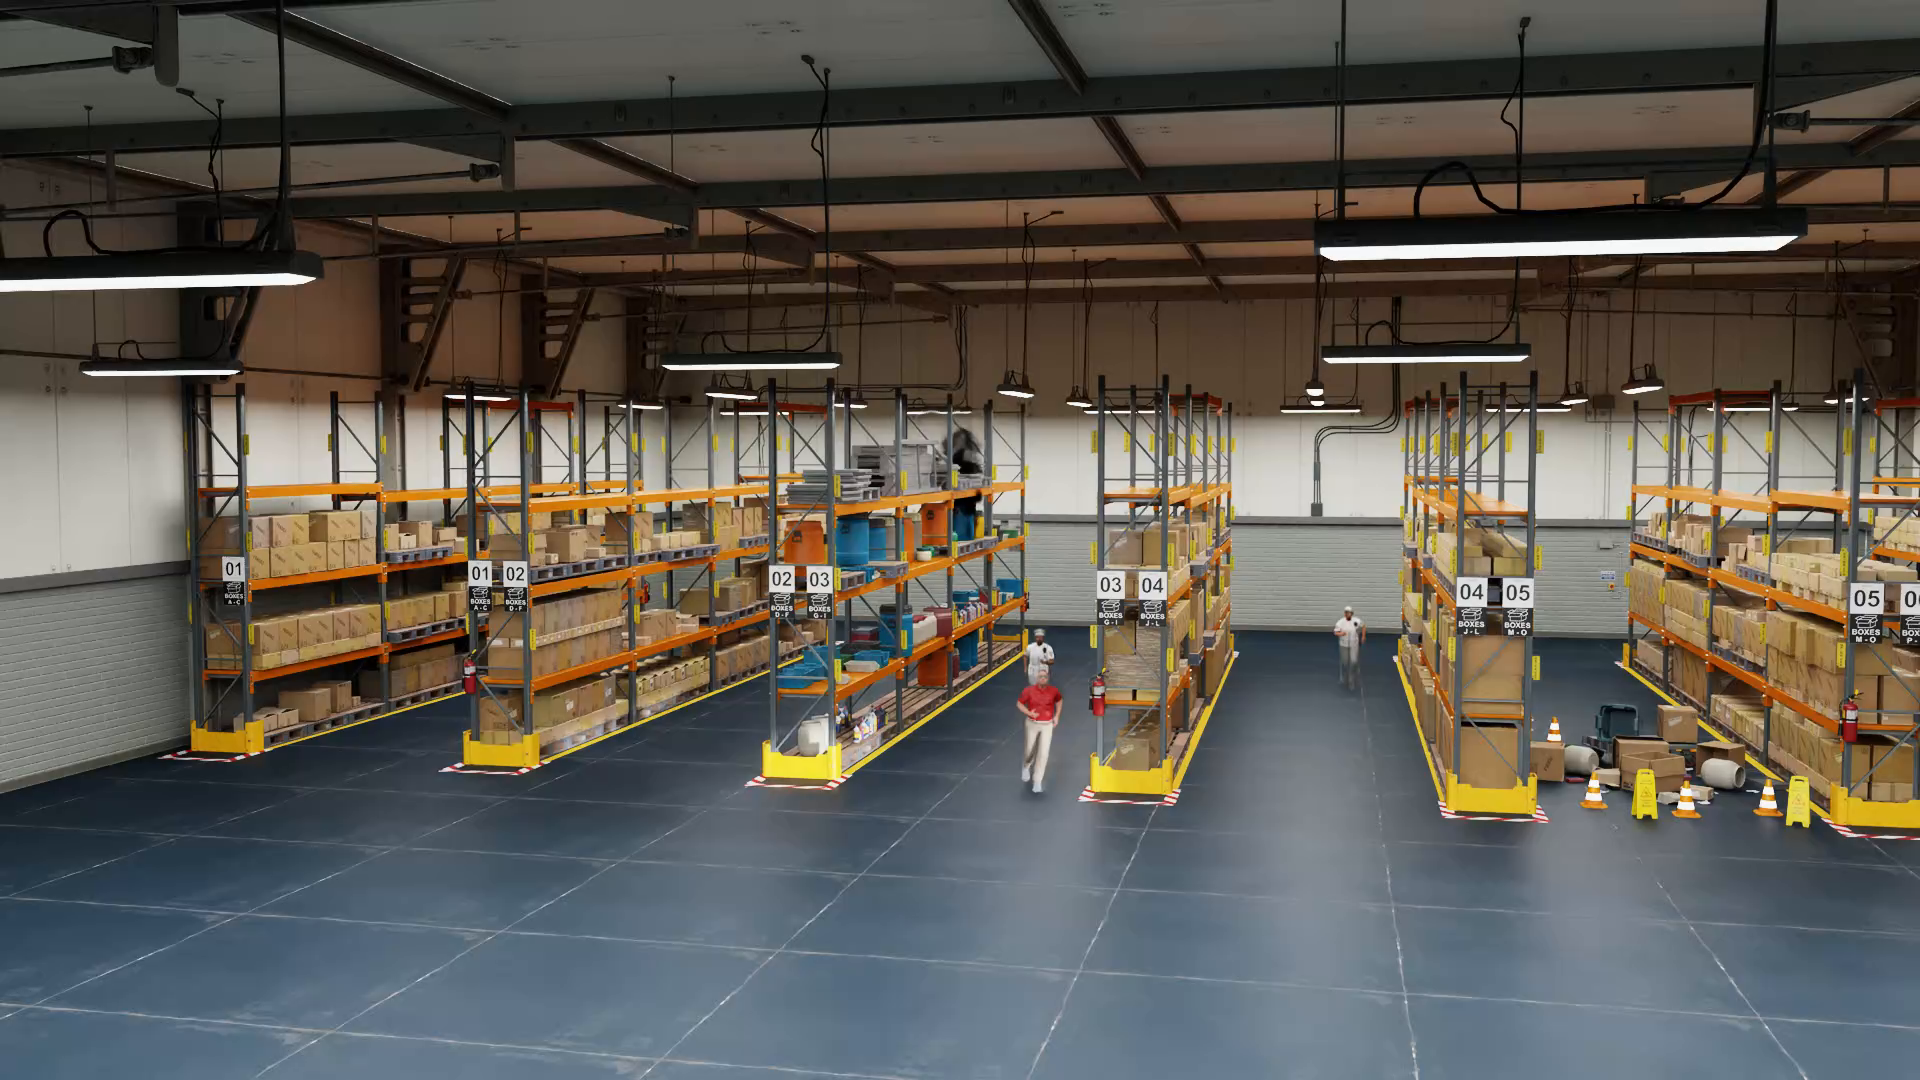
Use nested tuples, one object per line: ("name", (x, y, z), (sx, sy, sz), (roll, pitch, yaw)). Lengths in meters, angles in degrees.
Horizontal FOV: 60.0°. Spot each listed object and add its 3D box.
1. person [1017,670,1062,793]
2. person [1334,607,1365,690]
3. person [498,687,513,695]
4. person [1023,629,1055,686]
("person", (1.171, 2.756, 24.323), (0.691, 1.743, 0.889), (0, 3, -3))
("person", (8.041, 2.219, 34.313), (0.609, 1.716, 0.882), (1, 3, 16))
("person", (-8.045, 2.532, 29.654), (0.536, 1.565, 0.651), (0, 3, 1))
("person", (1.410, 2.456, 29.748), (0.549, 1.750, 0.781), (0, 3, 0))
